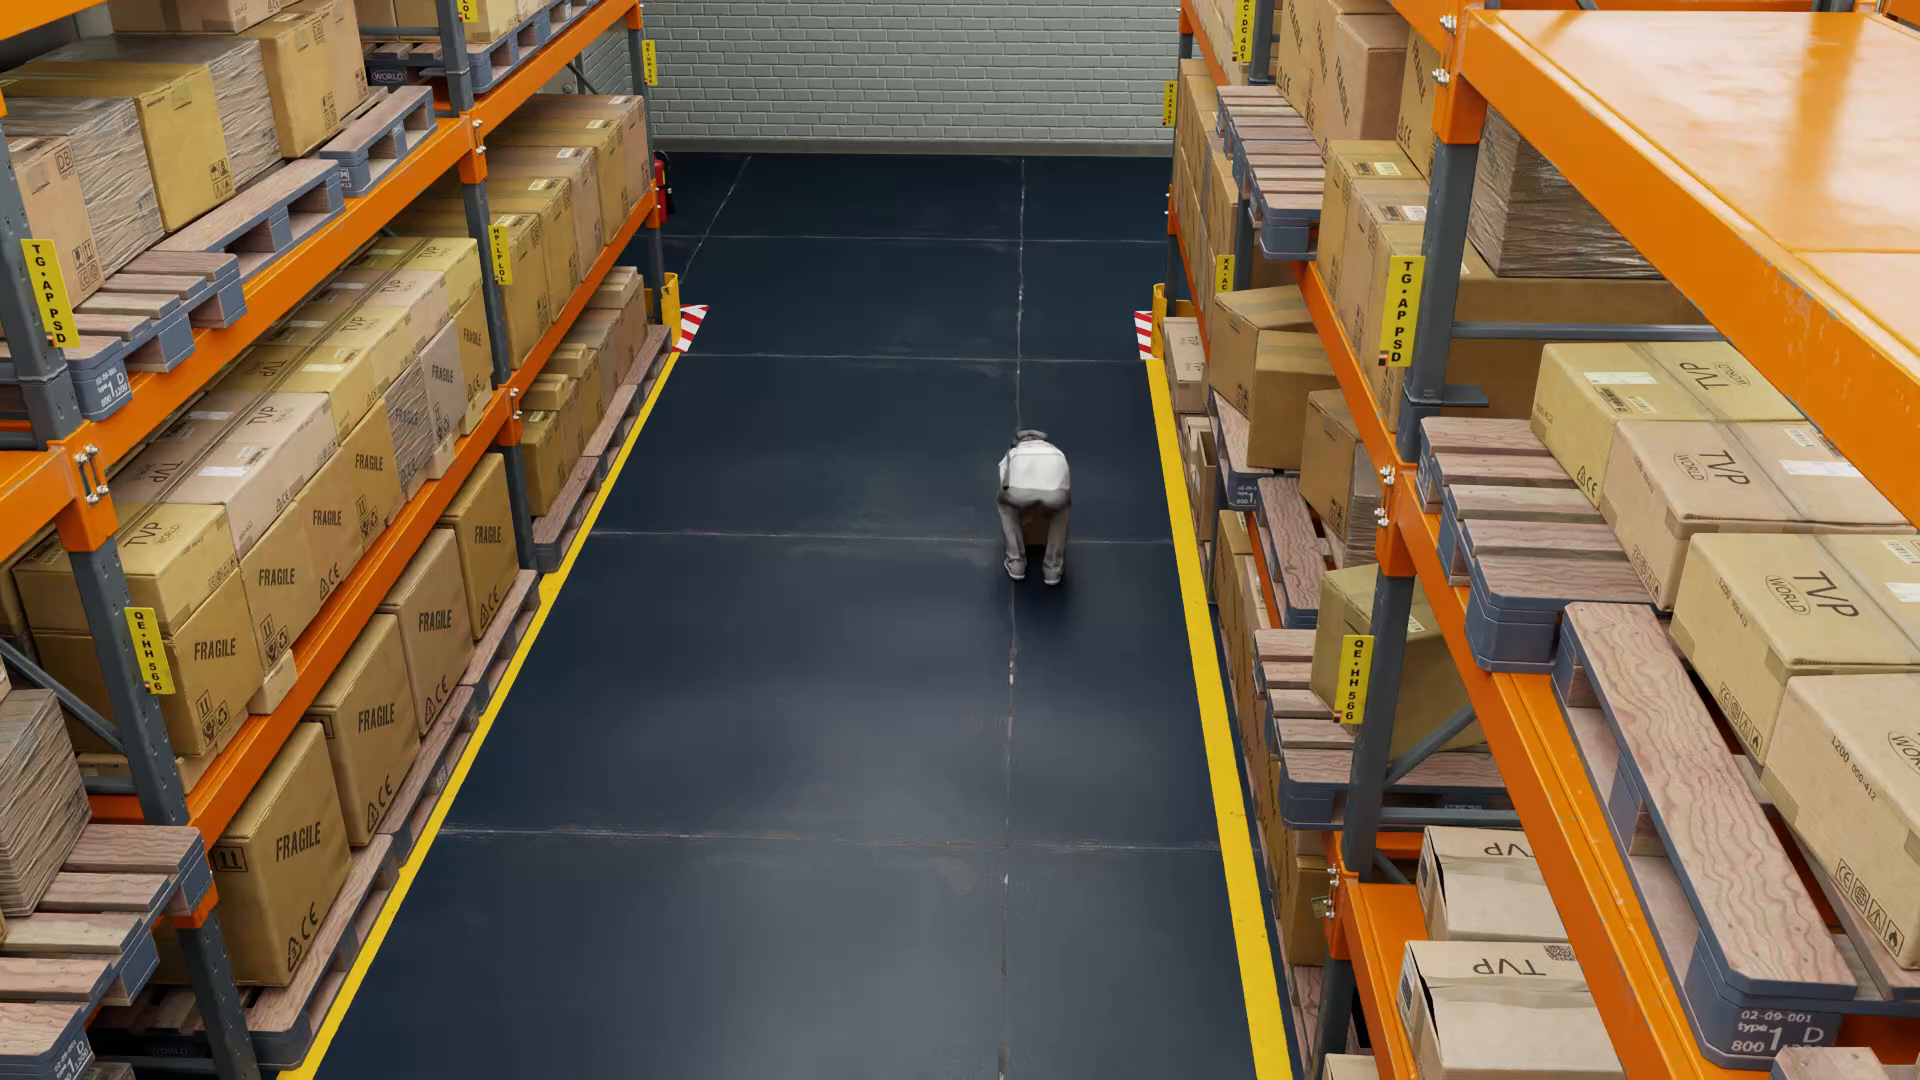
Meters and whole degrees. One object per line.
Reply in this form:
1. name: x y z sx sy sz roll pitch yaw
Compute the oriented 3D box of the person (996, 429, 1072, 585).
1. person: 0.441 -0.242 9.911 0.449 0.875 0.880 0 28 -1
